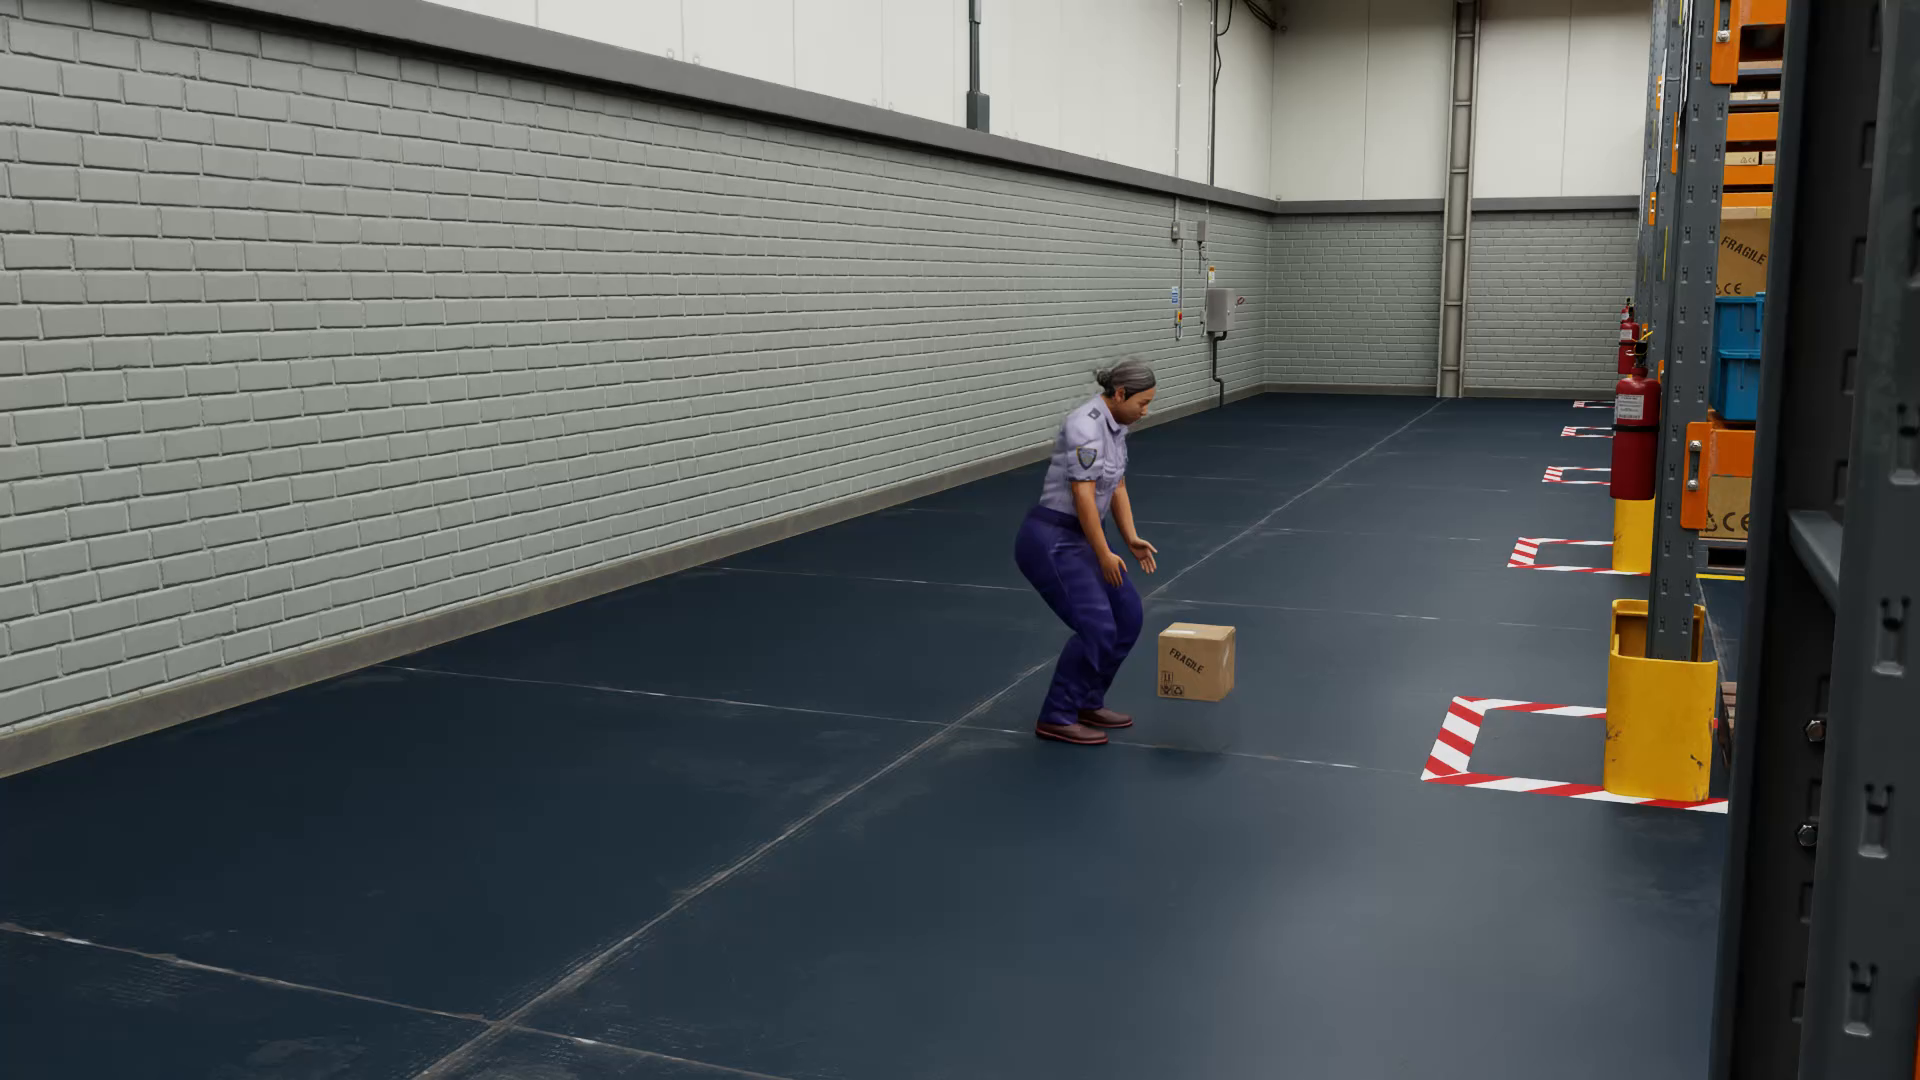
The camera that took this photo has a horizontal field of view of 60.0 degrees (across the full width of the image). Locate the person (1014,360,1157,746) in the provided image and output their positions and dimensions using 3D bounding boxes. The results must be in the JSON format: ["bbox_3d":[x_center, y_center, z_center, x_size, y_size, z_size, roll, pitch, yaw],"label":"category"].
[{"bbox_3d":[0.513,0.035,6.672,0.529,1.510,0.522,4,10,22],"label":"person"}]
